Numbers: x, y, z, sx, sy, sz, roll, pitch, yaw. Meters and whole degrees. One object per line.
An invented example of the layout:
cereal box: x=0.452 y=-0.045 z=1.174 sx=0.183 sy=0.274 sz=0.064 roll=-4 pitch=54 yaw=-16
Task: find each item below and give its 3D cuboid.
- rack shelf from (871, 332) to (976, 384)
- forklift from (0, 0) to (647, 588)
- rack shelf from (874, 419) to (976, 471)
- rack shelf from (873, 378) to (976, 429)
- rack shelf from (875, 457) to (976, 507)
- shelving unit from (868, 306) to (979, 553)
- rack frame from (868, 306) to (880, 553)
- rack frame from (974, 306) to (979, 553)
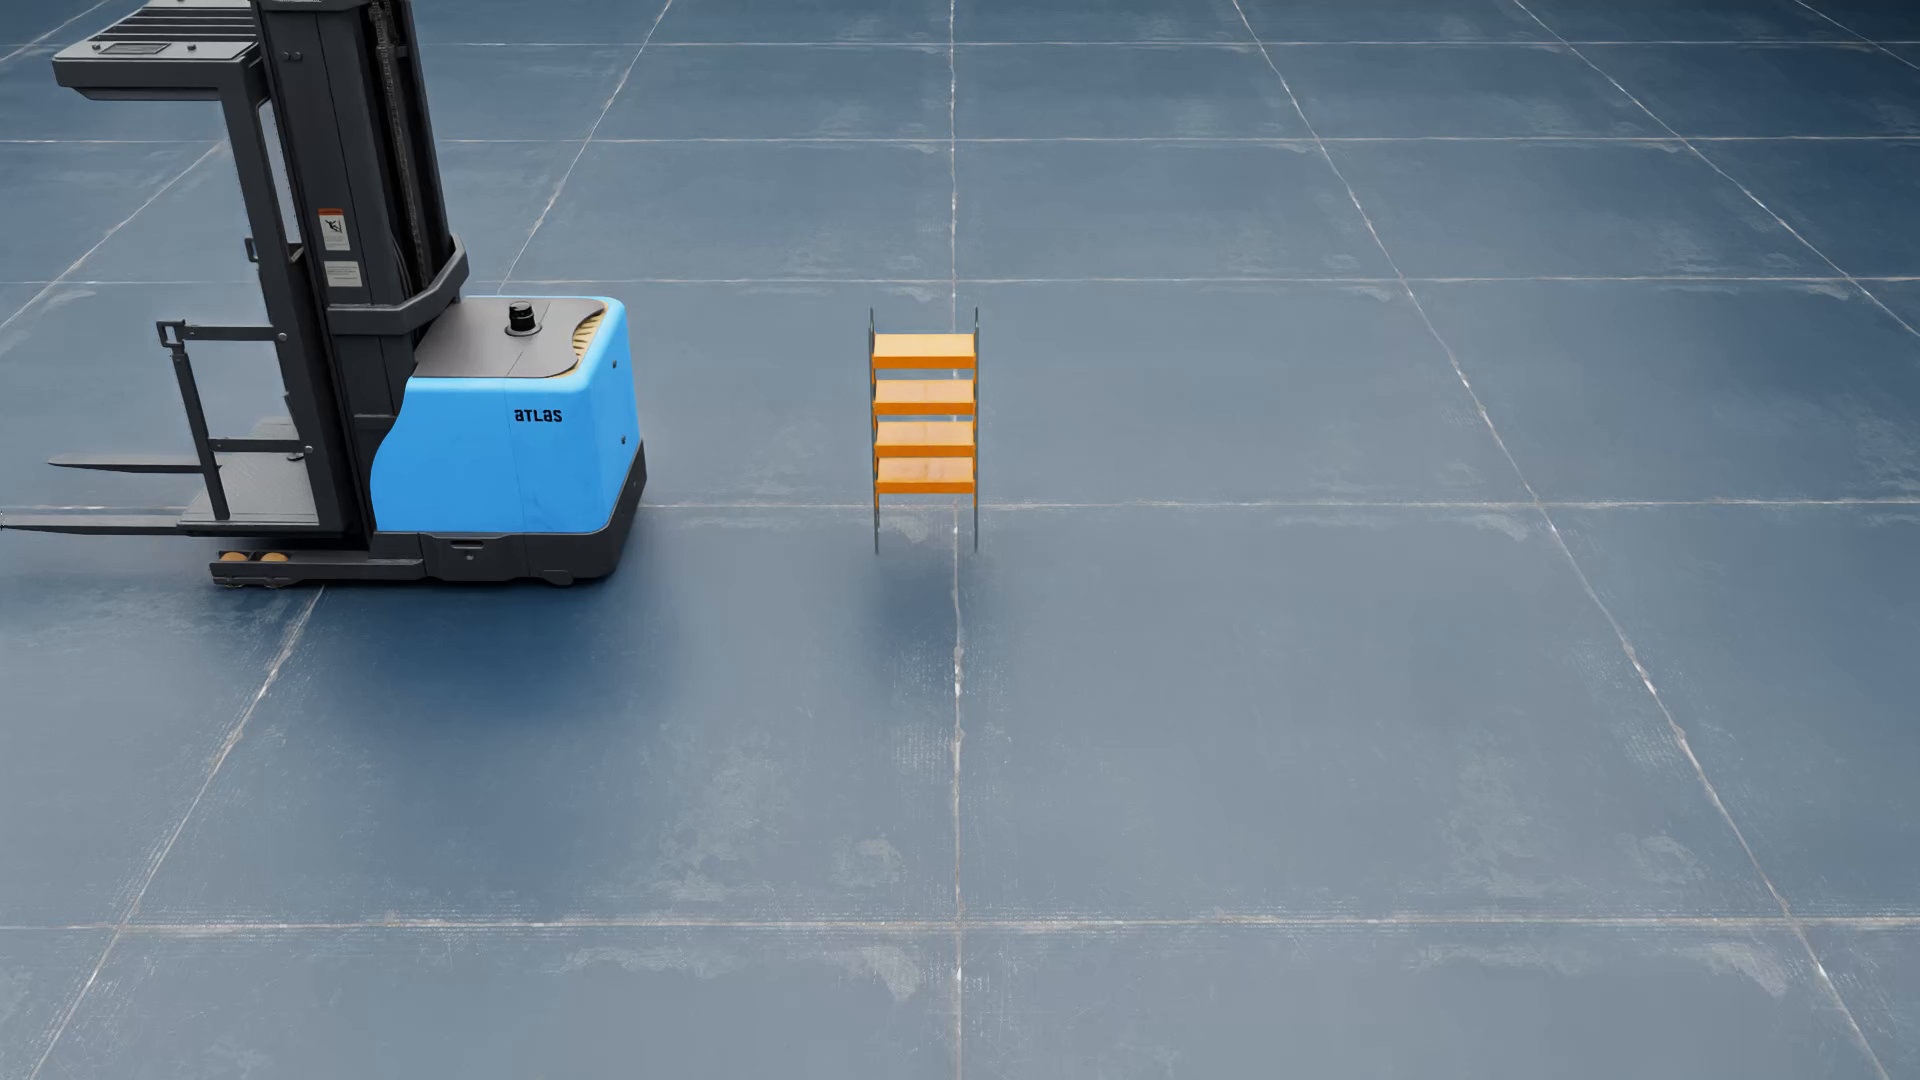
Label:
rack shelf: x=-0.166 y=-0.848 z=7.734 sx=0.480 sy=0.148 sz=0.258 roll=0 pitch=31 yaw=0
forklift: x=-3.146 y=-1.298 z=7.564 sx=3.031 sy=2.935 sz=1.130 roll=1 pitch=31 yaw=1
rack shelf: x=-0.166 y=-0.455 z=7.973 sx=0.480 sy=0.148 sz=0.258 roll=0 pitch=31 yaw=0
rack shelf: x=-0.166 y=-0.646 z=7.857 sx=0.480 sy=0.148 sz=0.258 roll=0 pitch=31 yaw=0
rack shelf: x=-0.166 y=-0.285 z=8.076 sx=0.480 sy=0.148 sz=0.258 roll=0 pitch=31 yaw=0
shelving unit: x=-0.166 y=-0.512 z=7.938 sx=0.503 sy=1.200 sz=0.258 roll=0 pitch=31 yaw=0
rack frame: x=-0.410 y=-0.512 z=7.937 sx=0.015 sy=1.200 sz=0.240 roll=0 pitch=31 yaw=0
rack frame: x=0.078 y=-0.513 z=7.939 sx=0.015 sy=1.200 sz=0.240 roll=0 pitch=31 yaw=0
